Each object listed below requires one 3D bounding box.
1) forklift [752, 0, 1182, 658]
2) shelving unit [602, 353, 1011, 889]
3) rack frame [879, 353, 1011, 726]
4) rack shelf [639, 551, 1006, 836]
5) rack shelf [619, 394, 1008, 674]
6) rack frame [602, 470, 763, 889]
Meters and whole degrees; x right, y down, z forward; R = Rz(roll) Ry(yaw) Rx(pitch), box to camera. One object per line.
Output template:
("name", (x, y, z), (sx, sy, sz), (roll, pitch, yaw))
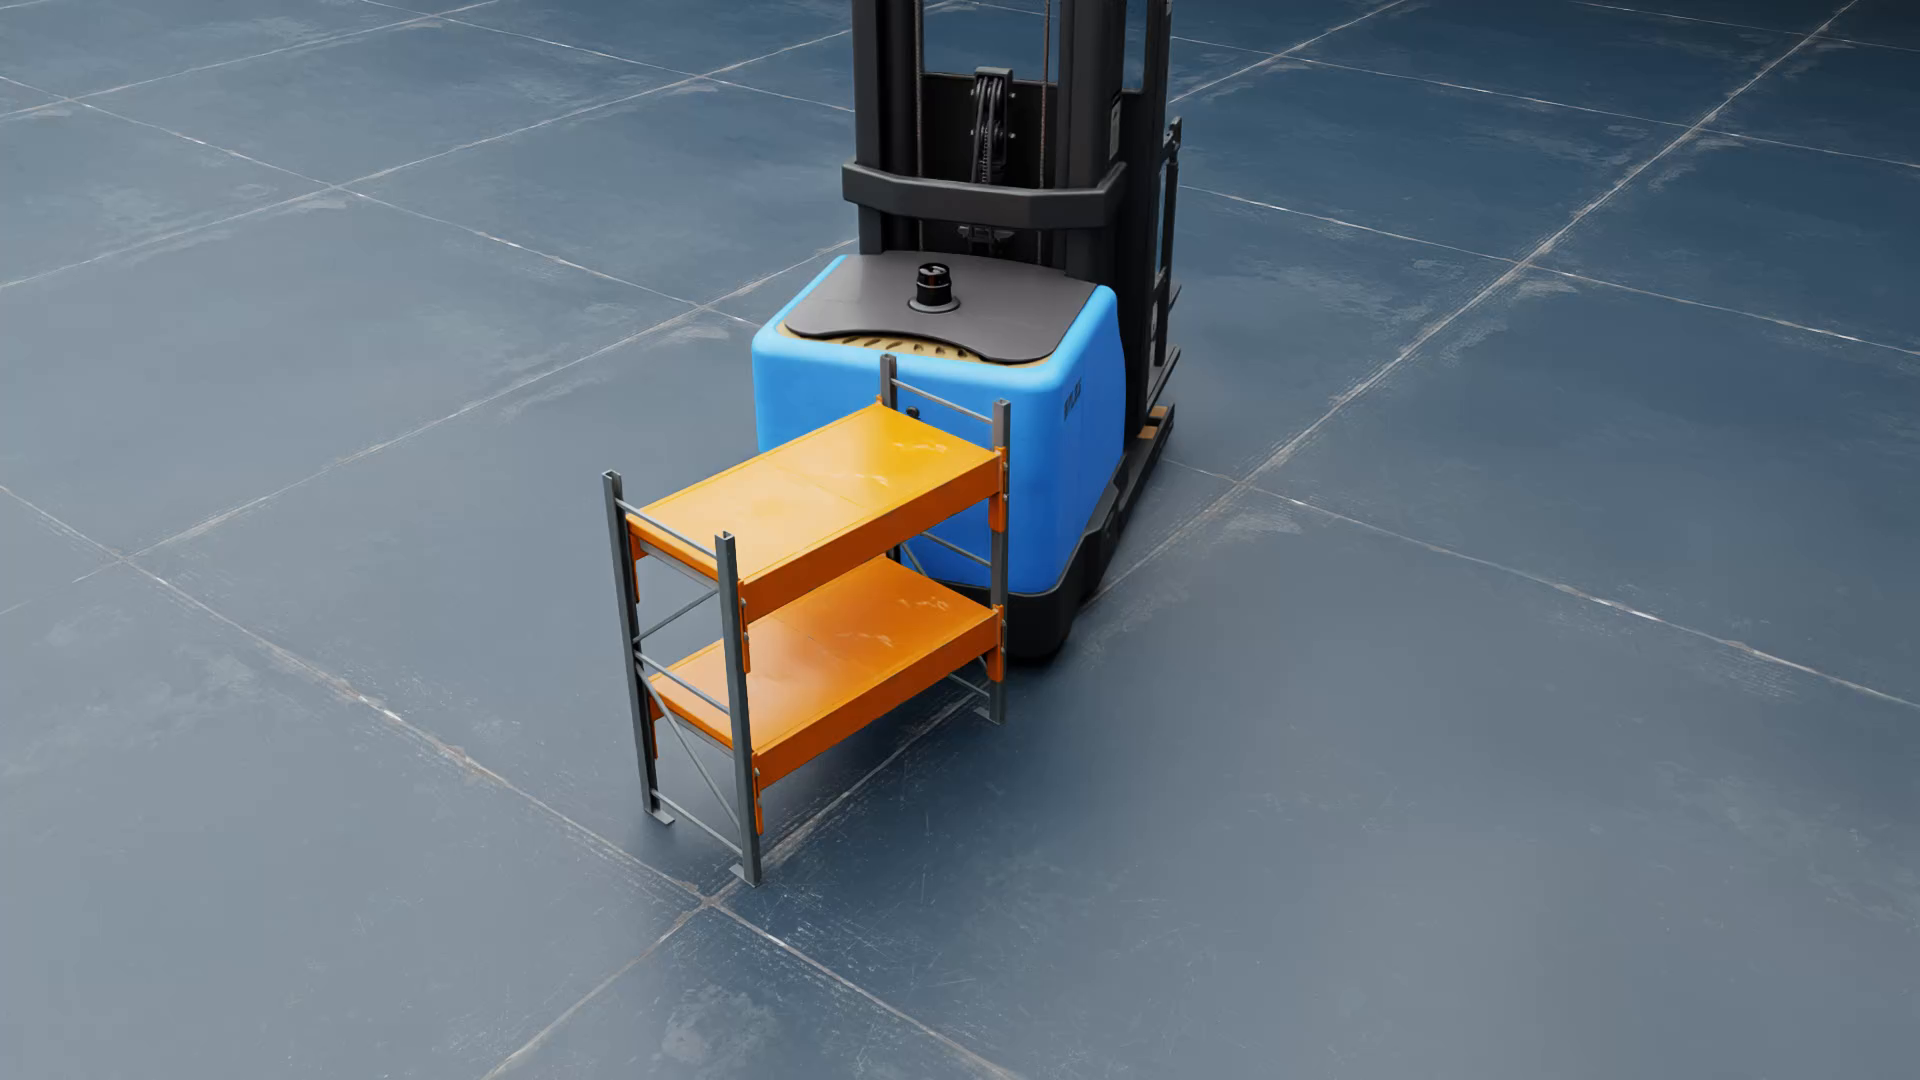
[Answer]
("forklift", (0.259, -1.615, 6.100), (1.130, 2.935, 3.031), (9, 32, 15))
("shelving unit", (-0.396, 0.202, 4.805), (0.538, 1.125, 1.048), (25, 39, 36))
("rack frame", (-0.049, 0.013, 5.125), (0.500, 1.125, 0.032), (25, 39, 36))
("rack shelf", (-0.396, 0.413, 4.930), (0.538, 0.278, 1.000), (25, 39, 36))
("rack shelf", (-0.396, -0.049, 4.656), (0.538, 0.278, 1.000), (25, 39, 36))
("rack frame", (-0.742, 0.392, 4.486), (0.500, 1.125, 0.032), (25, 39, 36))
